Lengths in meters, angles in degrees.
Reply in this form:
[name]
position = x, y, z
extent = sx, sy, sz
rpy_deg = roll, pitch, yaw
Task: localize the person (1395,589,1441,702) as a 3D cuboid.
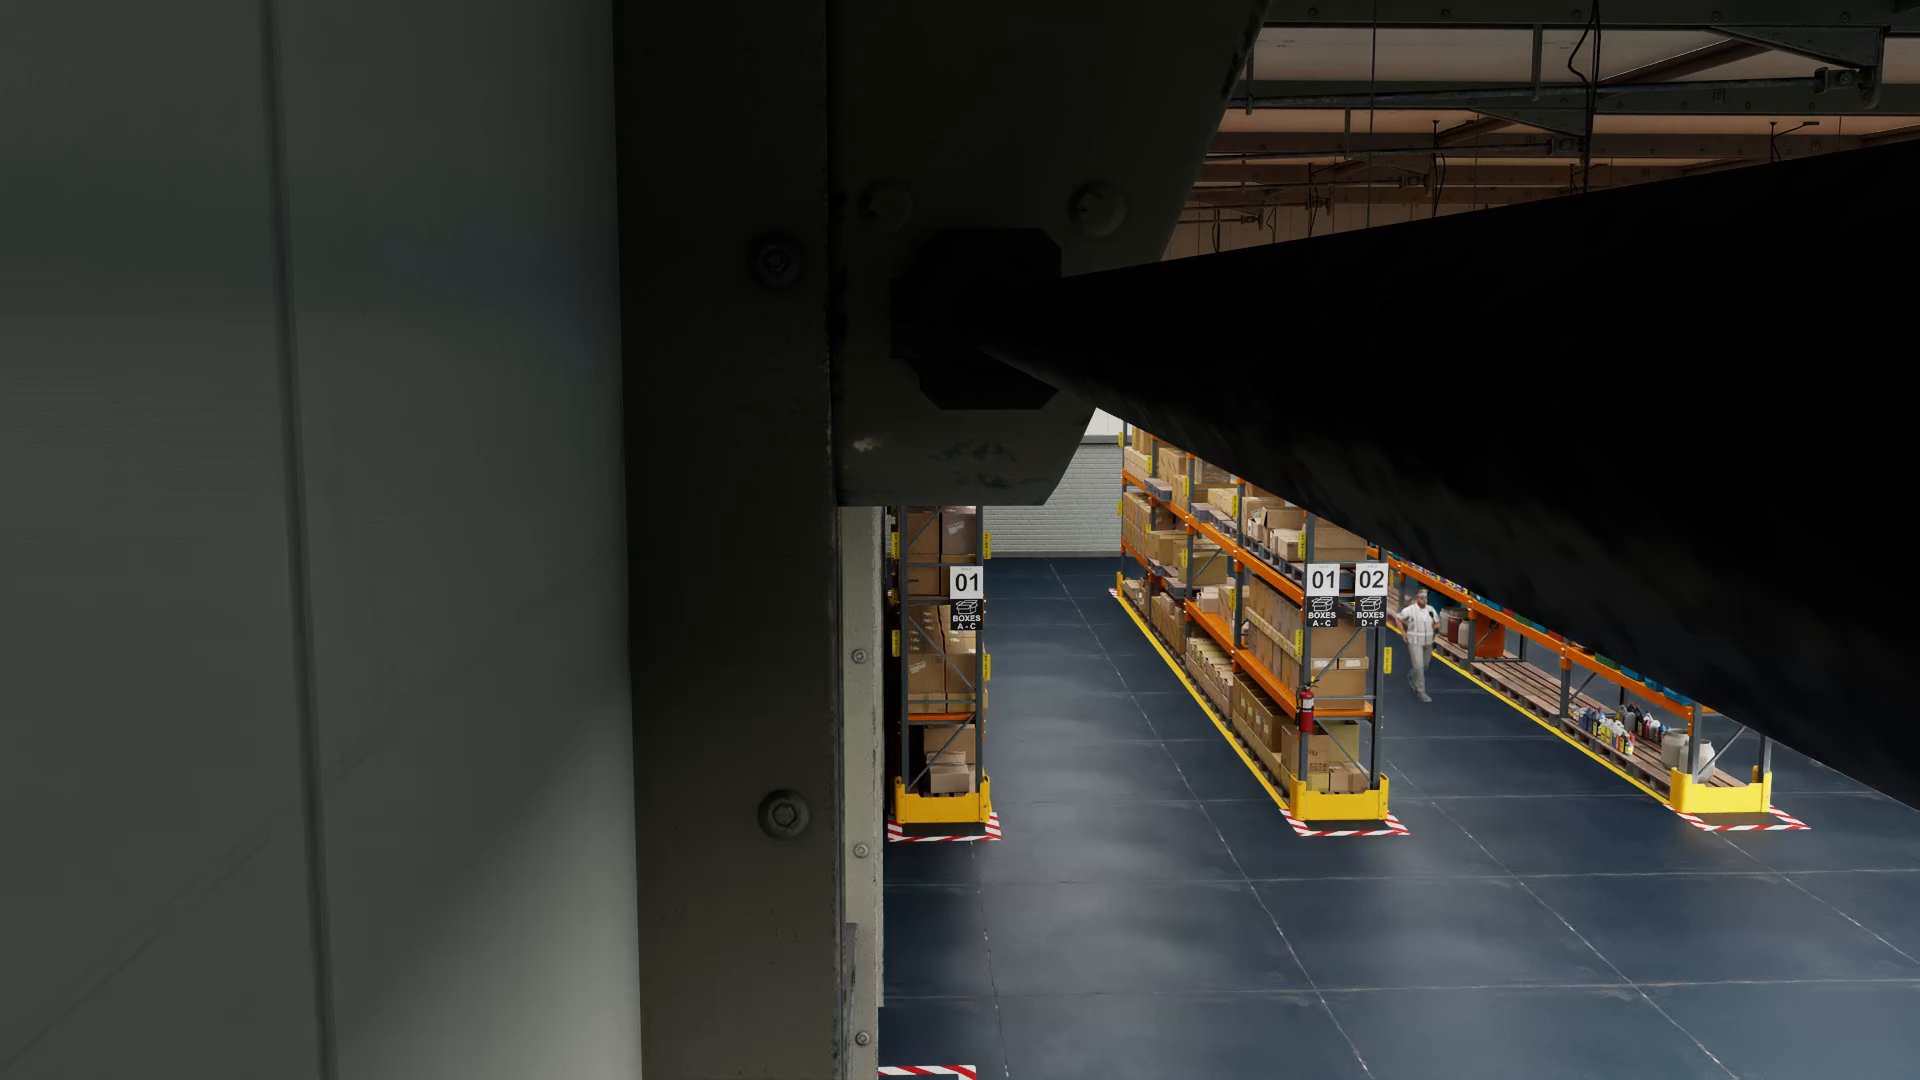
[person]
position = 7.454, 1.656, 26.938
extent = 0.662, 1.763, 0.989
rpy_deg = -2, 8, -13
